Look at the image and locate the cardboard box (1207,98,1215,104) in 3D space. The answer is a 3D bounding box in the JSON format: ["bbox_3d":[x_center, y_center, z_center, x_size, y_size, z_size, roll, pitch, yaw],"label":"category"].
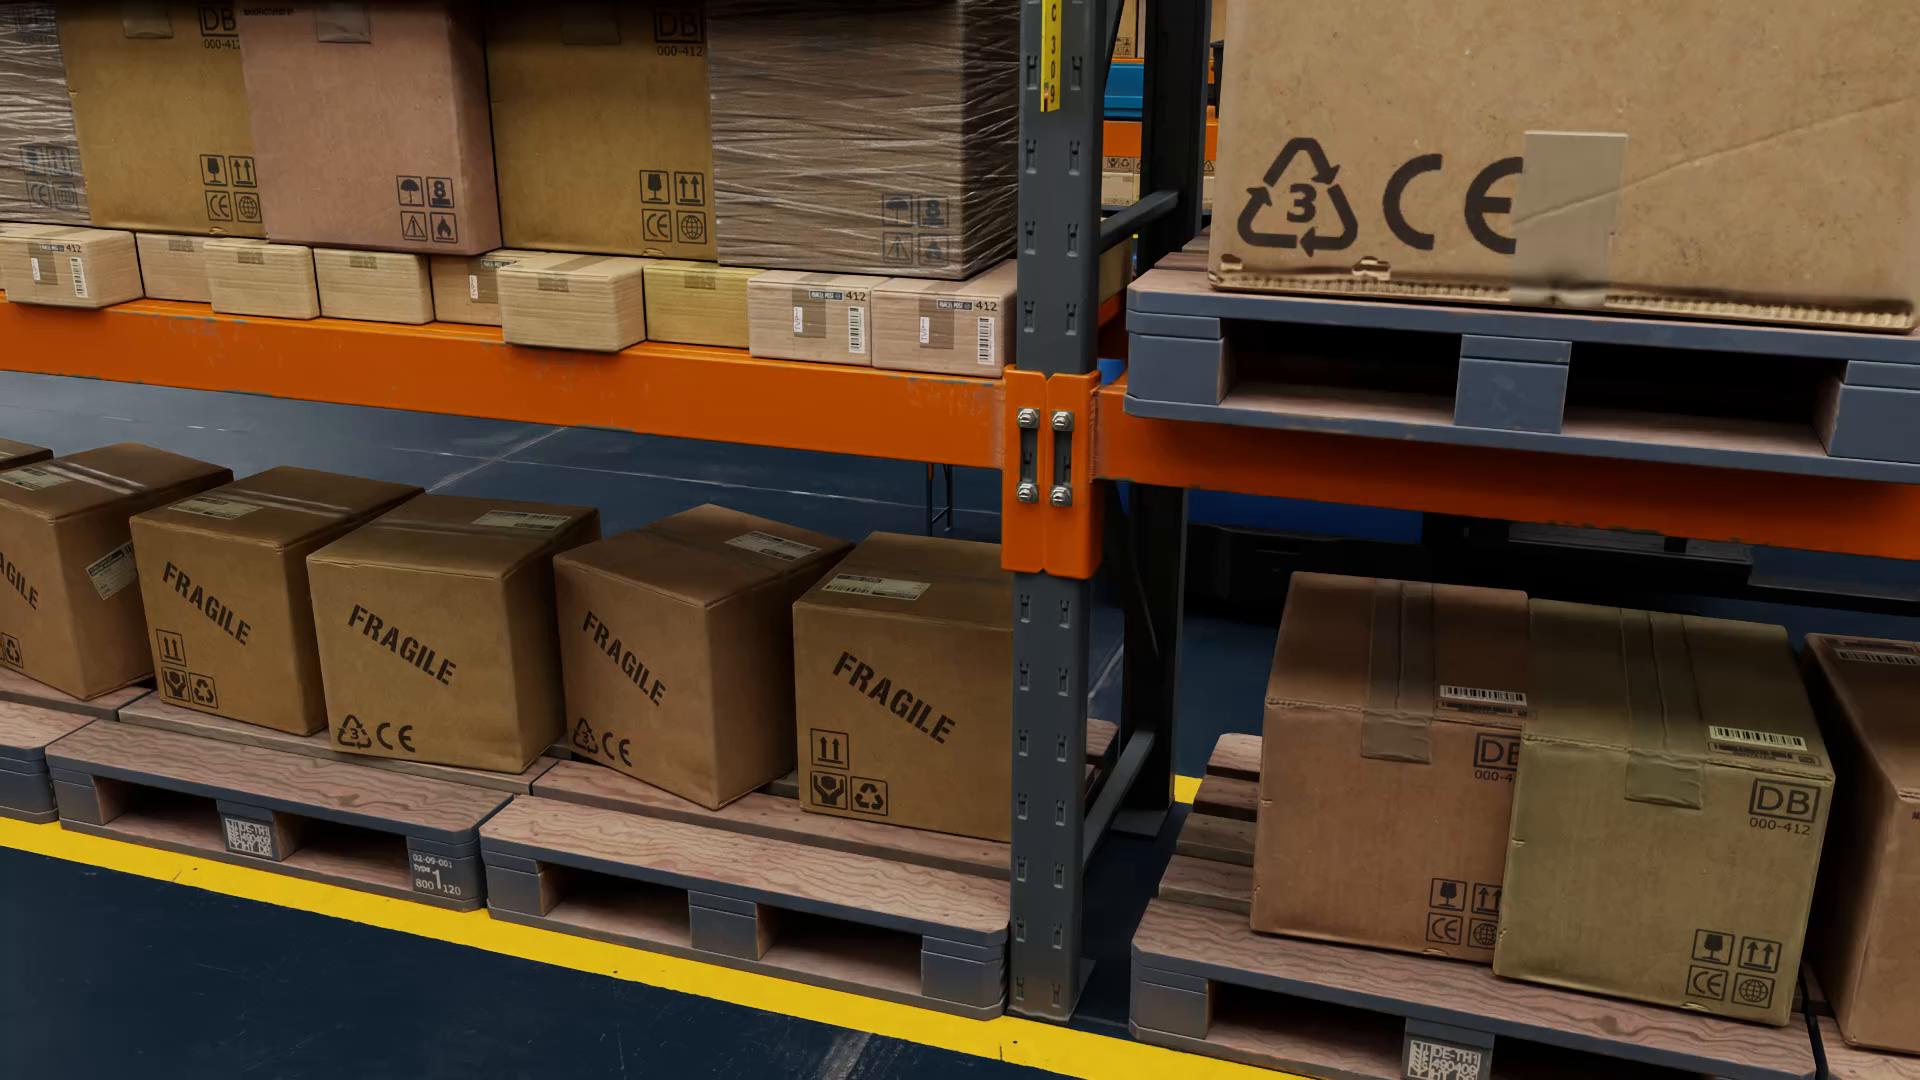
[{"bbox_3d":[1.820,-3.254,13.254,0.500,0.500,0.500,7,20,18],"label":"cardboard box"}]

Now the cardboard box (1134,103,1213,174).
[{"bbox_3d":[1.644,-3.087,12.776,0.500,0.500,0.500,7,20,18],"label":"cardboard box"}]

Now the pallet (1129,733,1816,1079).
[{"bbox_3d":[1.054,0.789,3.492,1.213,0.211,1.003,7,20,18],"label":"pallet"}]

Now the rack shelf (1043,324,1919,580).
[{"bbox_3d":[2.208,-0.056,2.771,4.000,0.370,1.077,7,20,18],"label":"rack shelf"}]

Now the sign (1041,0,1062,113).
[{"bbox_3d":[0.147,-0.851,2.644,0.005,0.325,0.100,7,20,18],"label":"sign"}]

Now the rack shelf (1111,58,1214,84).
[{"bbox_3d":[1.683,-3.567,12.846,4.000,0.370,1.077,7,20,18],"label":"rack shelf"}]

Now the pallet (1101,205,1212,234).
[{"bbox_3d":[1.679,-2.604,13.227,1.213,0.211,1.003,7,20,18],"label":"pallet"}]

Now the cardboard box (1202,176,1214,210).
[{"bbox_3d":[2.117,-2.680,12.746,0.500,0.250,0.500,7,20,18],"label":"cardboard box"}]

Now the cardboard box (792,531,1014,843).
[{"bbox_3d":[-0.046,0.315,3.775,0.500,0.500,0.500,6,20,16],"label":"cardboard box"}]

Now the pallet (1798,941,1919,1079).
[{"bbox_3d":[2.210,0.920,3.115,1.213,0.211,1.003,7,20,18],"label":"pallet"}]

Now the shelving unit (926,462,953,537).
[{"bbox_3d":[0.156,-0.549,5.827,0.503,1.200,0.258,7,20,18],"label":"shelving unit"}]

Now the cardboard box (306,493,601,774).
[{"bbox_3d":[-1.202,0.213,4.068,0.500,0.500,0.500,5,20,13],"label":"cardboard box"}]

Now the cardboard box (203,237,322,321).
[{"bbox_3d":[-1.393,-0.591,3.596,0.250,0.149,0.380,7,20,18],"label":"cardboard box"}]

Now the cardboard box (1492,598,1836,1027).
[{"bbox_3d":[1.336,0.492,3.238,0.500,0.500,0.700,6,20,18],"label":"cardboard box"}]

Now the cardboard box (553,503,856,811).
[{"bbox_3d":[-0.590,0.256,3.945,0.500,0.500,0.500,14,24,35],"label":"cardboard box"}]

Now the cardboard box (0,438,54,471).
[{"bbox_3d":[-2.876,0.011,4.646,0.500,0.500,0.500,11,22,28],"label":"cardboard box"}]

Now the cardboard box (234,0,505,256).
[{"bbox_3d":[-1.053,-0.954,3.653,0.500,0.500,0.875,7,20,18],"label":"cardboard box"}]

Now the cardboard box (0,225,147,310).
[{"bbox_3d":[-1.884,-0.628,3.701,0.250,0.149,0.380,7,20,18],"label":"cardboard box"}]

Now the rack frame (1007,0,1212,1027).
[{"bbox_3d":[0.318,-0.611,3.273,0.127,3.000,1.000,7,20,18],"label":"rack frame"}]

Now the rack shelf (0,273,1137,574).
[{"bbox_3d":[-1.571,-0.488,4.011,4.000,0.370,1.077,7,20,18],"label":"rack shelf"}]

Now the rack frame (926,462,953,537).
[{"bbox_3d":[-0.074,-0.575,5.903,0.015,1.200,0.240,7,20,18],"label":"rack frame"}]

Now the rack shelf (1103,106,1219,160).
[{"bbox_3d":[0.054,-2.028,8.429,4.000,0.370,1.077,7,20,18],"label":"rack shelf"}]

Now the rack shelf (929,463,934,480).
[{"bbox_3d":[0.156,-0.298,5.915,0.480,0.148,0.258,7,20,18],"label":"rack shelf"}]

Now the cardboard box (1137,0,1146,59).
[{"bbox_3d":[1.694,-3.949,12.697,0.500,0.500,0.700,7,20,20],"label":"cardboard box"}]

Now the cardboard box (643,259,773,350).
[{"bbox_3d":[-0.431,-0.500,3.335,0.250,0.149,0.380,7,20,18],"label":"cardboard box"}]

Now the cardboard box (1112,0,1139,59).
[{"bbox_3d":[1.196,-4.005,12.857,0.500,0.500,0.700,7,20,18],"label":"cardboard box"}]

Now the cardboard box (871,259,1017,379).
[{"bbox_3d":[0.019,-0.424,3.118,0.250,0.149,0.380,7,20,18],"label":"cardboard box"}]

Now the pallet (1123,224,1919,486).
[{"bbox_3d":[0.993,-0.393,2.938,1.213,0.211,1.003,7,20,18],"label":"pallet"}]

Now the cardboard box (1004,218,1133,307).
[{"bbox_3d":[0.214,-0.609,3.649,0.250,0.149,0.380,7,20,18],"label":"cardboard box"}]

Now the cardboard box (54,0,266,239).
[{"bbox_3d":[-1.511,-1.021,3.845,0.500,0.500,0.875,7,20,18],"label":"cardboard box"}]

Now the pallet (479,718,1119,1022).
[{"bbox_3d":[-0.328,0.644,3.908,1.213,0.211,1.003,7,20,18],"label":"pallet"}]

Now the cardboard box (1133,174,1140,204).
[{"bbox_3d":[1.644,-2.733,12.900,0.500,0.250,0.500,7,20,18],"label":"cardboard box"}]

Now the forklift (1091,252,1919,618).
[{"bbox_3d":[1.998,-1.193,5.046,3.031,2.935,1.130,6,20,17],"label":"forklift"}]

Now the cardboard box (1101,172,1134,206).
[{"bbox_3d":[1.174,-2.789,13.059,0.500,0.250,0.500,7,20,18],"label":"cardboard box"}]

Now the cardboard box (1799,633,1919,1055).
[{"bbox_3d":[1.864,0.552,3.065,0.500,0.500,0.700,5,20,13],"label":"cardboard box"}]

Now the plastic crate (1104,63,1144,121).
[{"bbox_3d":[0.809,-2.116,7.816,0.616,0.251,0.499,7,20,18],"label":"plastic crate"}]

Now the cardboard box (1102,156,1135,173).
[{"bbox_3d":[1.177,-3.147,12.946,0.500,0.500,0.500,7,20,18],"label":"cardboard box"}]

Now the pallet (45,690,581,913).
[{"bbox_3d":[-1.484,0.513,4.285,1.213,0.211,1.003,7,20,18],"label":"pallet"}]

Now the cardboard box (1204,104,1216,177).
[{"bbox_3d":[2.121,-3.038,12.633,0.500,0.500,0.500,7,20,18],"label":"cardboard box"}]

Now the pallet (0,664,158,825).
[{"bbox_3d":[-2.633,0.380,4.664,1.213,0.211,1.003,7,20,18],"label":"pallet"}]

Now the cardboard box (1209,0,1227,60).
[{"bbox_3d":[2.179,-3.895,12.540,0.500,0.500,0.700,7,20,19],"label":"cardboard box"}]

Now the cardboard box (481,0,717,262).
[{"bbox_3d":[-0.547,-0.932,3.588,0.500,0.500,0.875,7,20,18],"label":"cardboard box"}]

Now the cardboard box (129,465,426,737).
[{"bbox_3d":[-1.715,0.139,4.281,0.500,0.500,0.500,9,21,23],"label":"cardboard box"}]

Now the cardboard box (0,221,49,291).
[{"bbox_3d":[-2.086,-0.687,3.871,0.250,0.149,0.380,7,20,18],"label":"cardboard box"}]

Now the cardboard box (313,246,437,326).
[{"bbox_3d":[-1.146,-0.575,3.550,0.250,0.149,0.380,7,20,18],"label":"cardboard box"}]

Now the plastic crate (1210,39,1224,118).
[{"bbox_3d":[1.491,-2.218,7.977,0.504,0.338,0.767,7,20,18],"label":"plastic crate"}]

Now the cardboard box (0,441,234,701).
[{"bbox_3d":[-2.300,0.065,4.491,0.500,0.500,0.500,13,23,32],"label":"cardboard box"}]

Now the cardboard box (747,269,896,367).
[{"bbox_3d":[-0.214,-0.454,3.204,0.250,0.149,0.380,7,20,18],"label":"cardboard box"}]

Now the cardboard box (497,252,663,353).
[{"bbox_3d":[-0.703,-0.492,3.314,0.250,0.149,0.380,7,20,18],"label":"cardboard box"}]

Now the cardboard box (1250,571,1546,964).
[{"bbox_3d":[0.891,0.434,3.402,0.500,0.500,0.700,5,20,14],"label":"cardboard box"}]

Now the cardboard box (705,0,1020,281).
[{"bbox_3d":[-0.087,-0.867,3.402,0.500,0.500,0.875,7,20,18],"label":"cardboard box"}]

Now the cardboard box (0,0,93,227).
[{"bbox_3d":[-1.980,-1.079,4.010,0.500,0.500,0.875,7,20,18],"label":"cardboard box"}]

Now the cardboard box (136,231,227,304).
[{"bbox_3d":[-1.604,-0.642,3.742,0.250,0.149,0.380,7,20,18],"label":"cardboard box"}]

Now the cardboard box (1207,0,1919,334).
[{"bbox_3d":[1.023,-0.964,2.734,1.000,1.000,1.000,7,20,18],"label":"cardboard box"}]

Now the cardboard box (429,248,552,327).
[{"bbox_3d":[-0.896,-0.560,3.509,0.250,0.149,0.380,7,20,18],"label":"cardboard box"}]
